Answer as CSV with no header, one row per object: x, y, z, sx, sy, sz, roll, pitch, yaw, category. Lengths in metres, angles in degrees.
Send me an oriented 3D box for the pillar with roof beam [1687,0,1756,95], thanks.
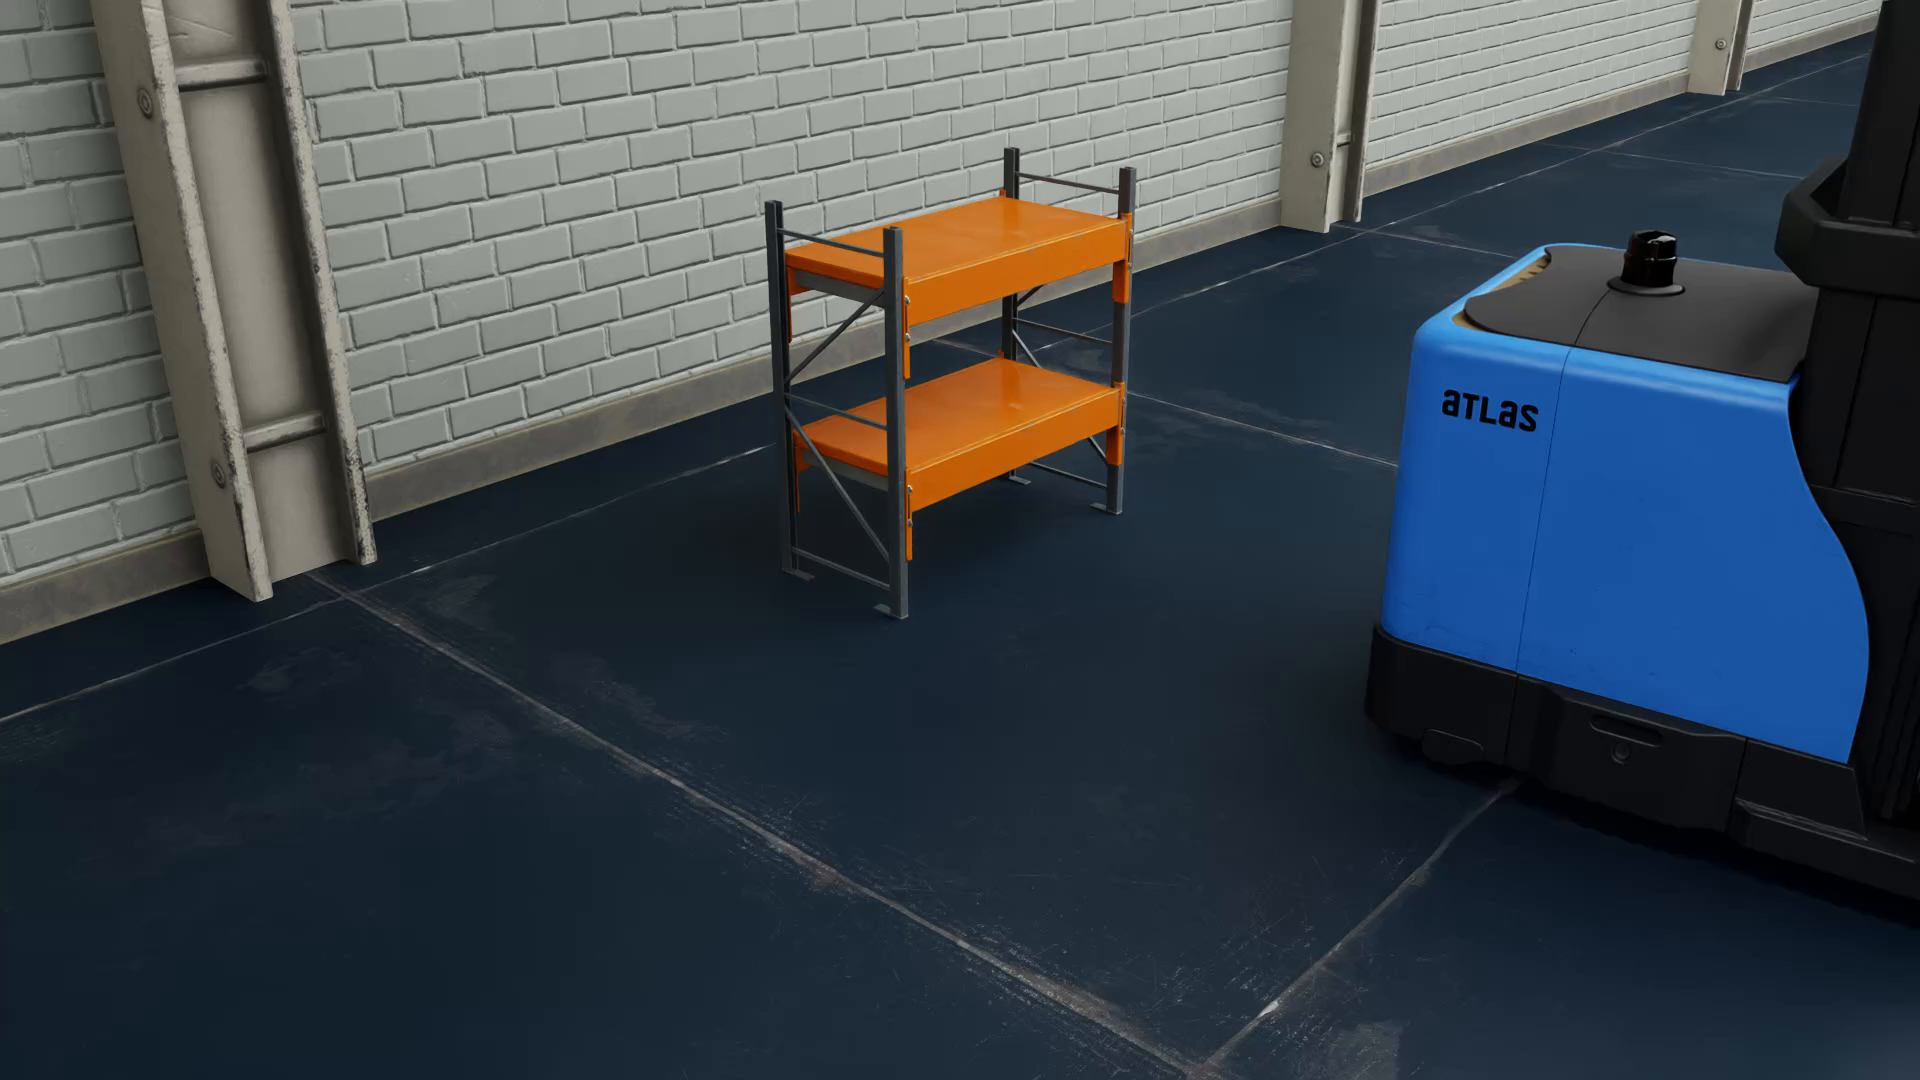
9.180,-6.507,8.764,9.100,9.000,0.400,20,31,38,pillar with roof beam

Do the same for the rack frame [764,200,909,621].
-0.344,-0.356,4.670,0.500,1.125,0.032,20,31,38,rack frame

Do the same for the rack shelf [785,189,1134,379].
-0.005,-0.778,4.896,0.538,0.278,1.000,20,31,38,rack shelf

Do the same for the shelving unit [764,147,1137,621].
-0.005,-0.511,5.015,0.538,1.125,1.048,20,31,38,shelving unit

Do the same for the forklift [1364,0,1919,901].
2.504,-0.653,3.124,3.031,2.935,1.130,16,29,31,forklift

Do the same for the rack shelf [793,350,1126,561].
-0.005,-0.288,5.115,0.538,0.278,1.000,20,31,38,rack shelf

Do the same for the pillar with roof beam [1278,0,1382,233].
5.176,-4.679,4.687,9.100,9.000,0.400,20,31,38,pillar with roof beam

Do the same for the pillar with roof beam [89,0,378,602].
1.171,-2.851,0.610,9.100,9.000,0.400,20,31,38,pillar with roof beam

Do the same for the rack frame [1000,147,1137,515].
0.335,-0.666,5.361,0.500,1.125,0.032,20,31,38,rack frame
